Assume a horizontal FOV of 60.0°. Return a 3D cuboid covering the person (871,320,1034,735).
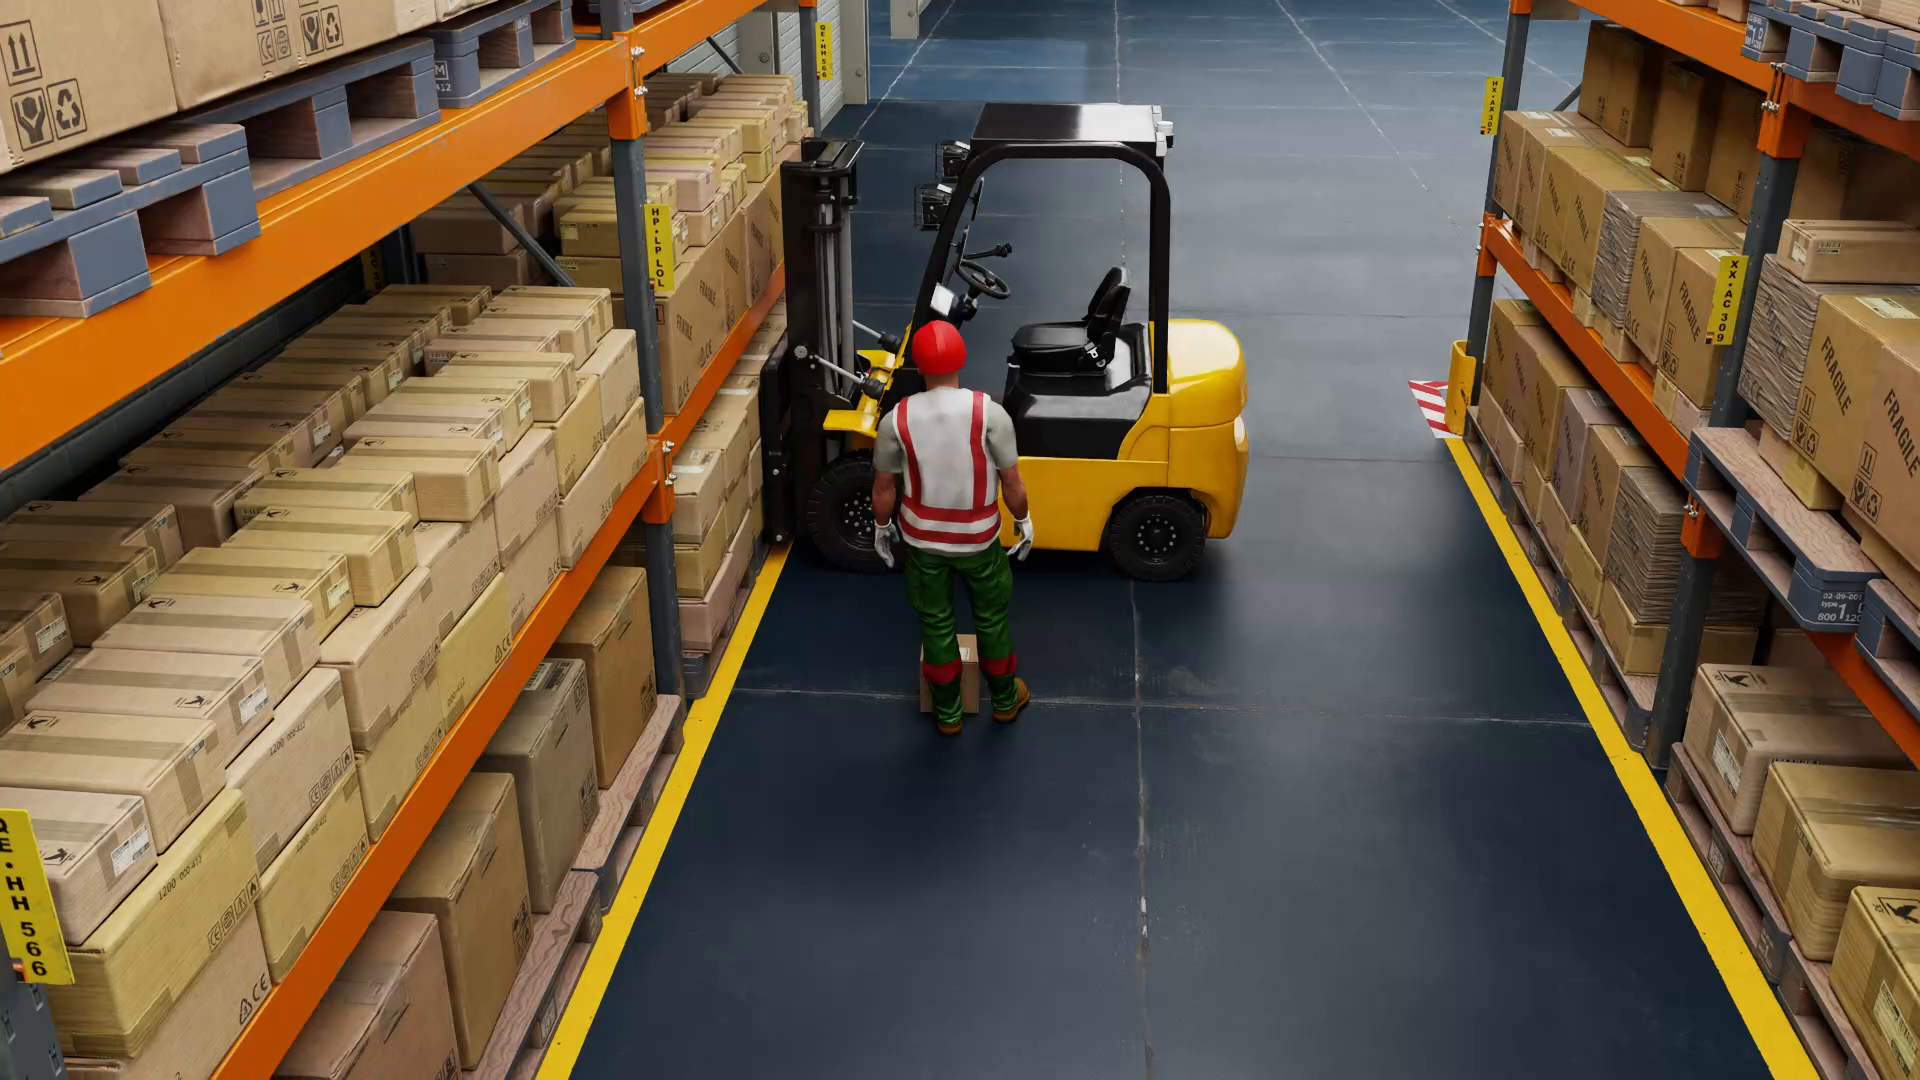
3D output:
[{"bbox_3d":[-0.020,-0.054,6.672,0.637,1.787,0.565,2,24,4],"label":"person"}]
